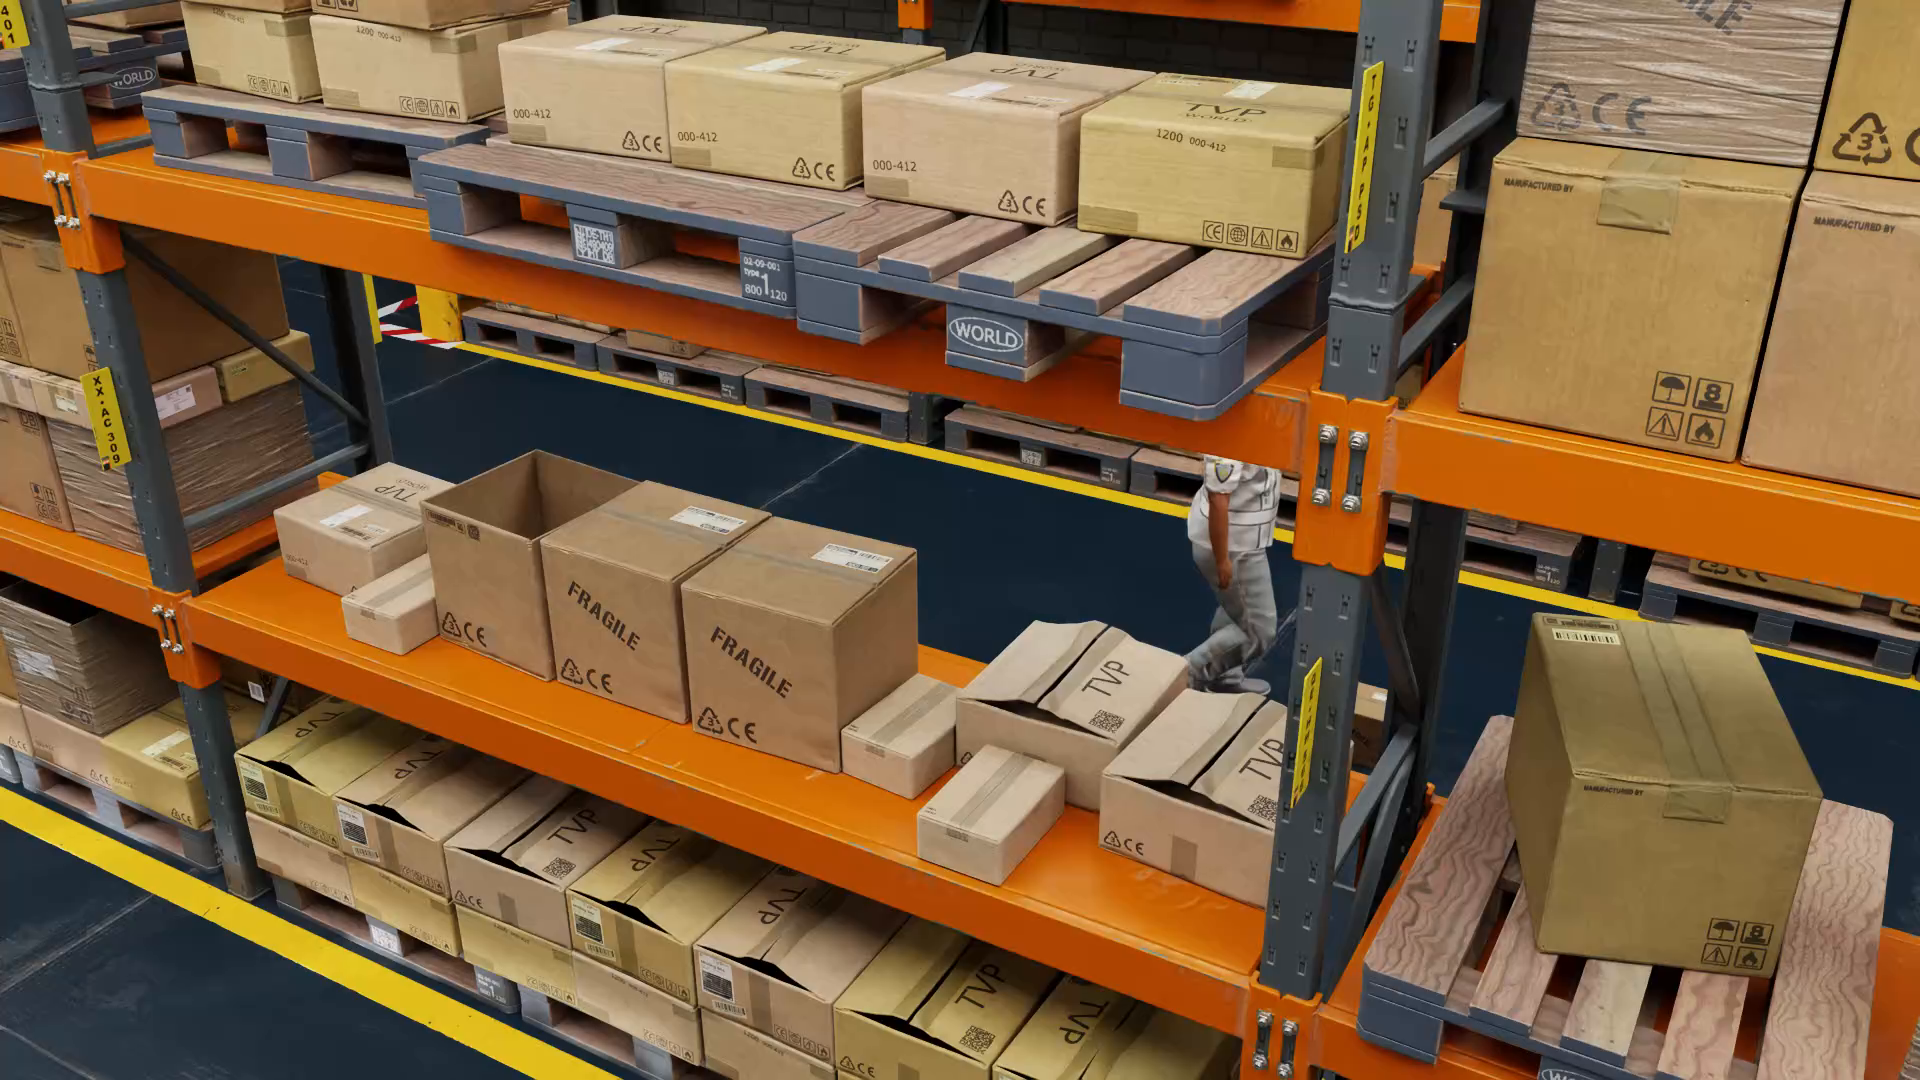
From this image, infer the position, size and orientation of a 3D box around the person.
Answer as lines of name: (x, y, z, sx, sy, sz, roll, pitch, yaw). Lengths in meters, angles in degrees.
person: (1.138, 0.003, 7.068, 0.500, 1.653, 0.535, 4, 27, 7)
